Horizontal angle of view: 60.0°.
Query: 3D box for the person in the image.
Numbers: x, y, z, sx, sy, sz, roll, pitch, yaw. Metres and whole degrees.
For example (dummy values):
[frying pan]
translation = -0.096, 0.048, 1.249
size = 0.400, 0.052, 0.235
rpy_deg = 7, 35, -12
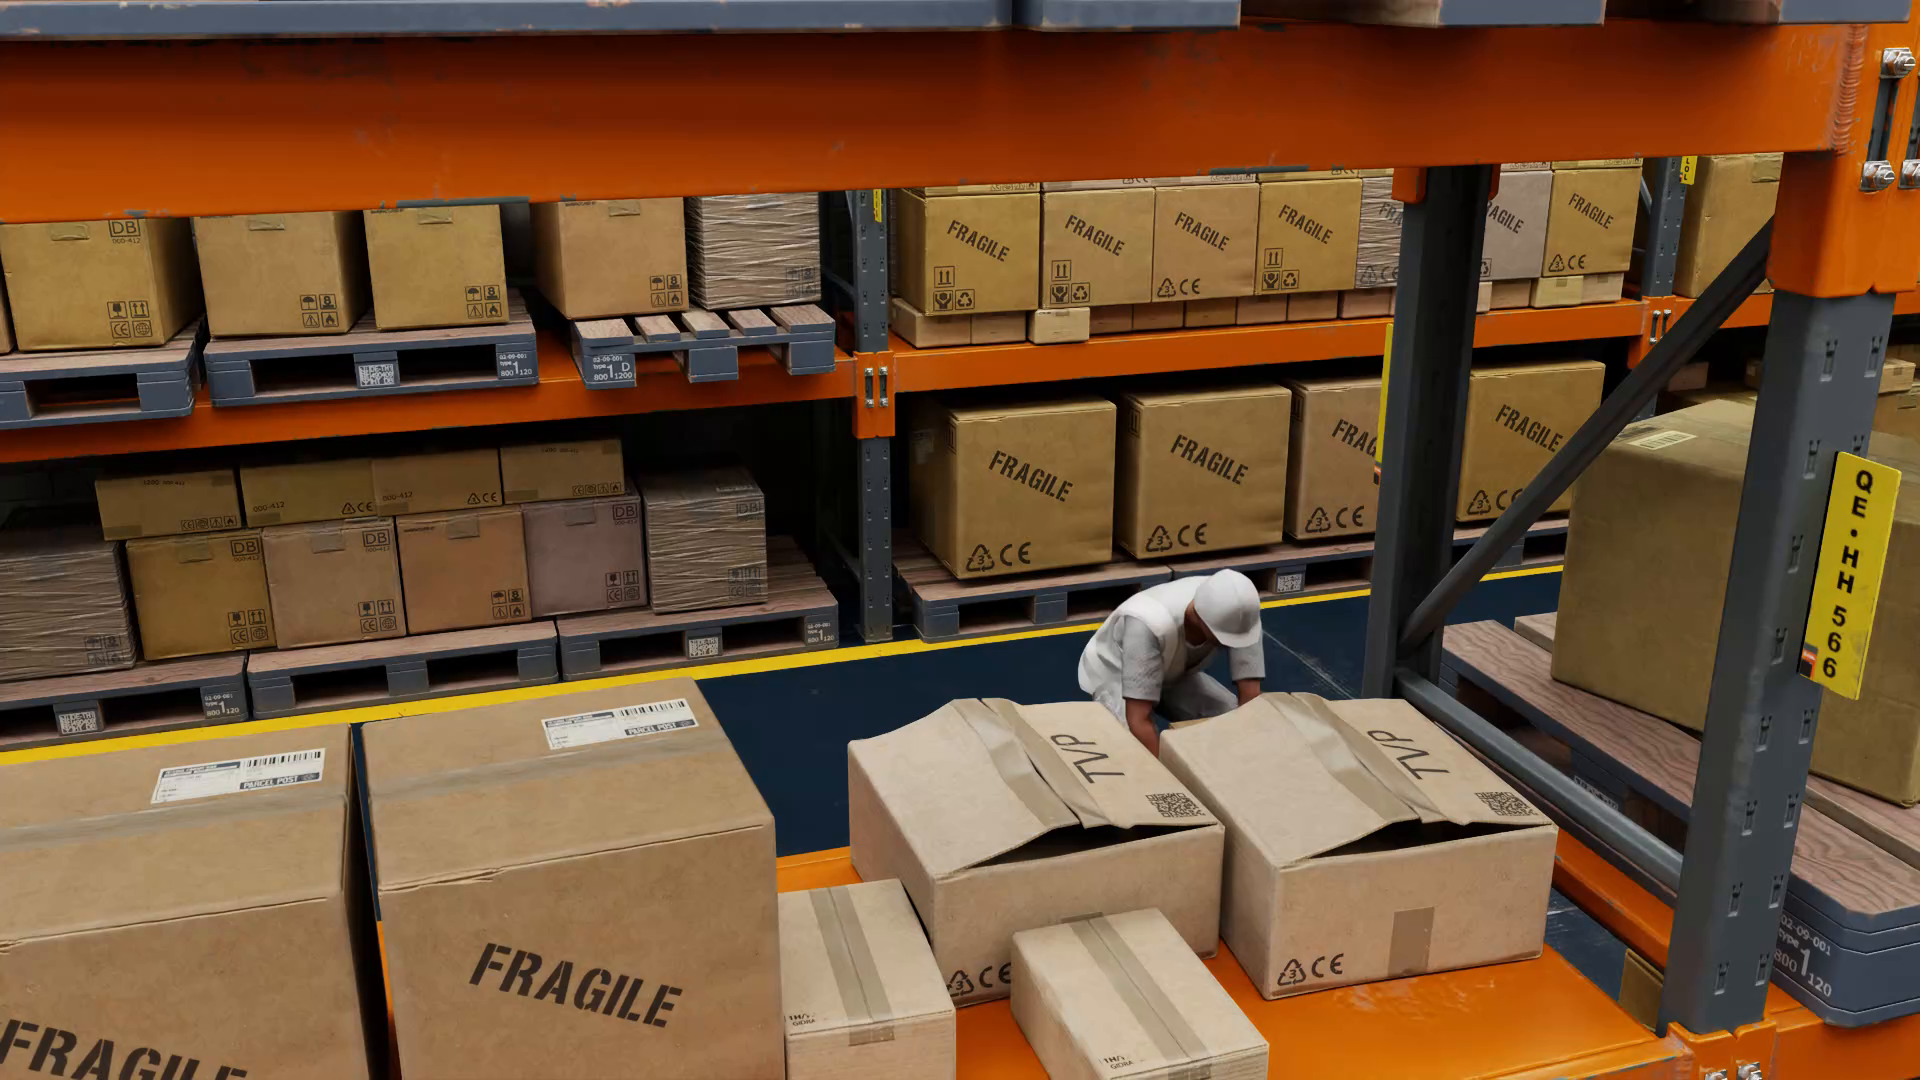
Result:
[person]
translation = 0.766, 0.497, 5.823
size = 0.567, 0.992, 0.902
rpy_deg = -6, 20, -17
